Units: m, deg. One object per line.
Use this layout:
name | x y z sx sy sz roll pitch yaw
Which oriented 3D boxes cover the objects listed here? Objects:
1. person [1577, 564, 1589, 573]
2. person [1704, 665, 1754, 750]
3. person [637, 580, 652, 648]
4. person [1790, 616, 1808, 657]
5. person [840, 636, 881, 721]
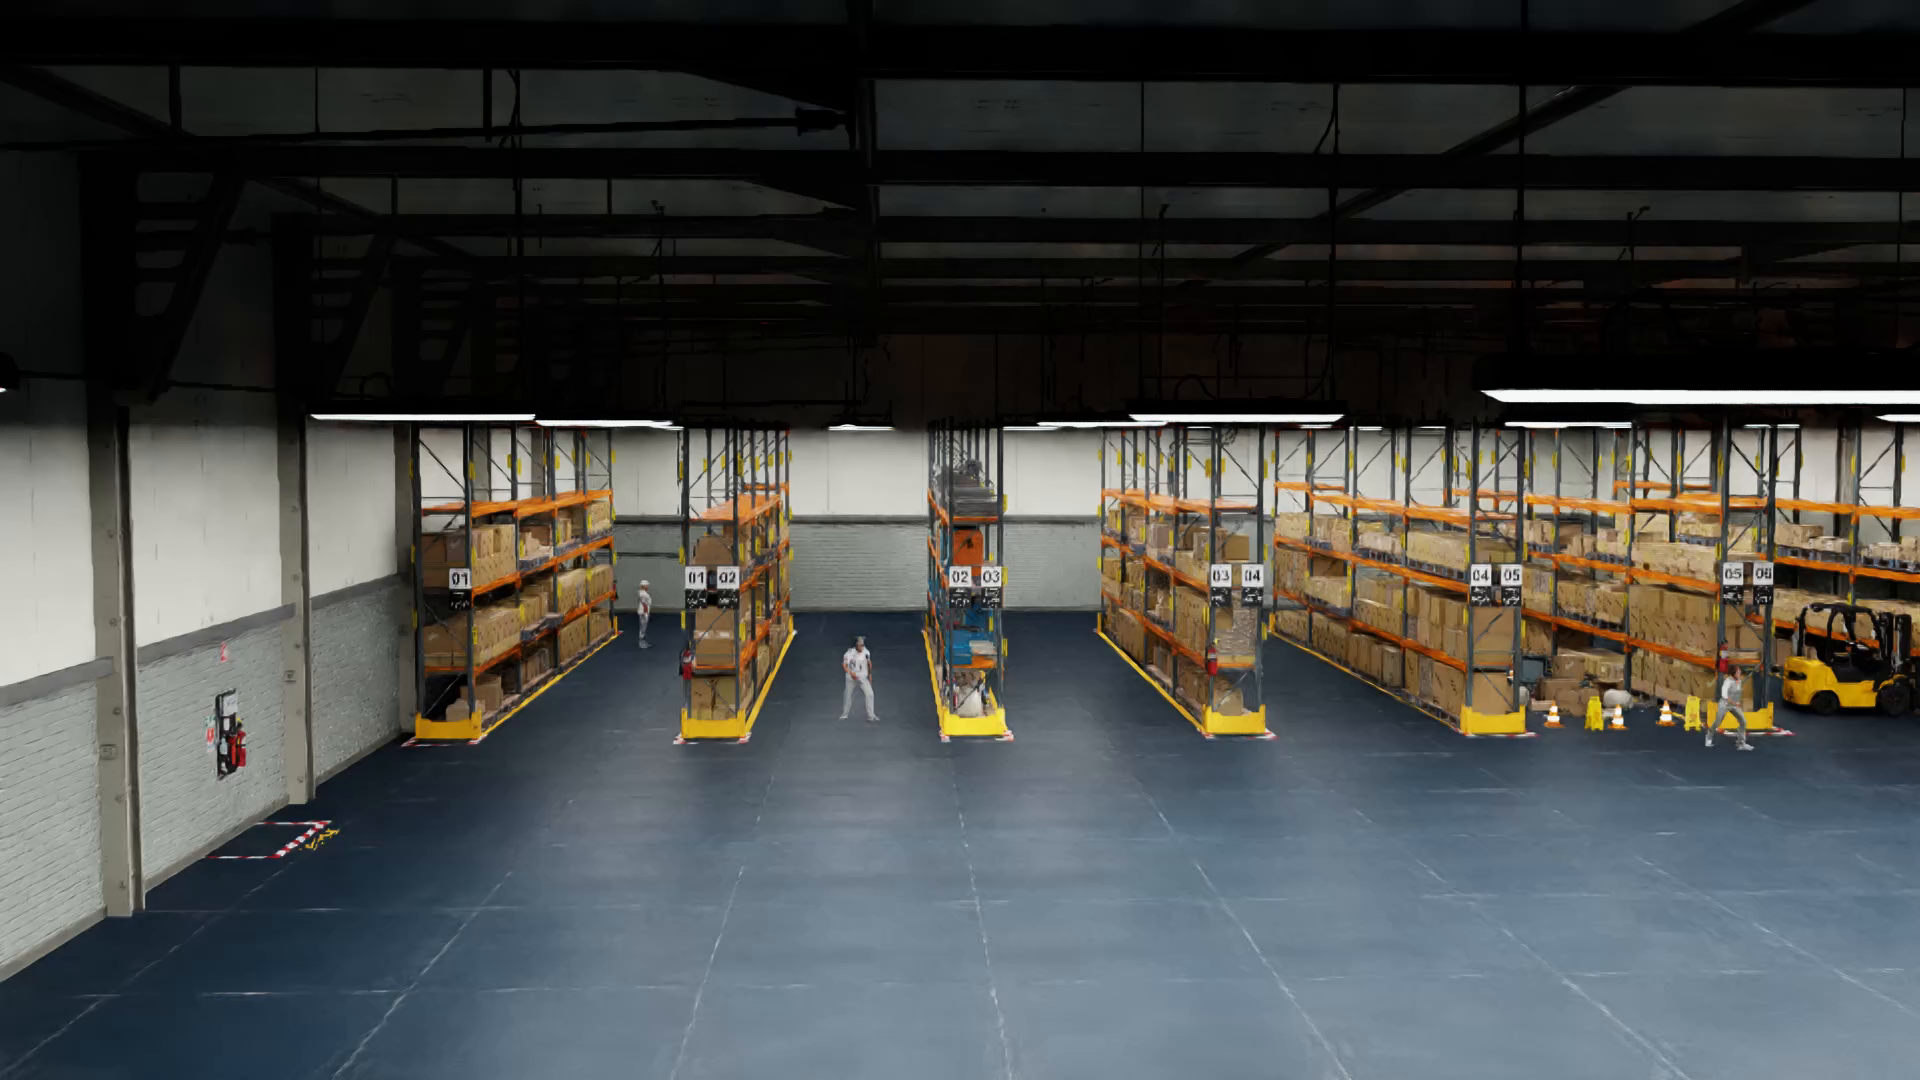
person | 18.743 1.571 49.913 0.526 1.770 0.753 -2 4 -31
person | 13.854 2.990 29.967 0.561 1.525 0.788 -1 4 -20
person | -8.344 1.943 44.008 0.383 1.791 0.637 -1 4 -16
person | 18.356 2.492 36.499 0.477 1.675 0.487 2 4 27
person | -2.015 2.721 32.928 0.706 1.695 0.843 -1 4 -20
